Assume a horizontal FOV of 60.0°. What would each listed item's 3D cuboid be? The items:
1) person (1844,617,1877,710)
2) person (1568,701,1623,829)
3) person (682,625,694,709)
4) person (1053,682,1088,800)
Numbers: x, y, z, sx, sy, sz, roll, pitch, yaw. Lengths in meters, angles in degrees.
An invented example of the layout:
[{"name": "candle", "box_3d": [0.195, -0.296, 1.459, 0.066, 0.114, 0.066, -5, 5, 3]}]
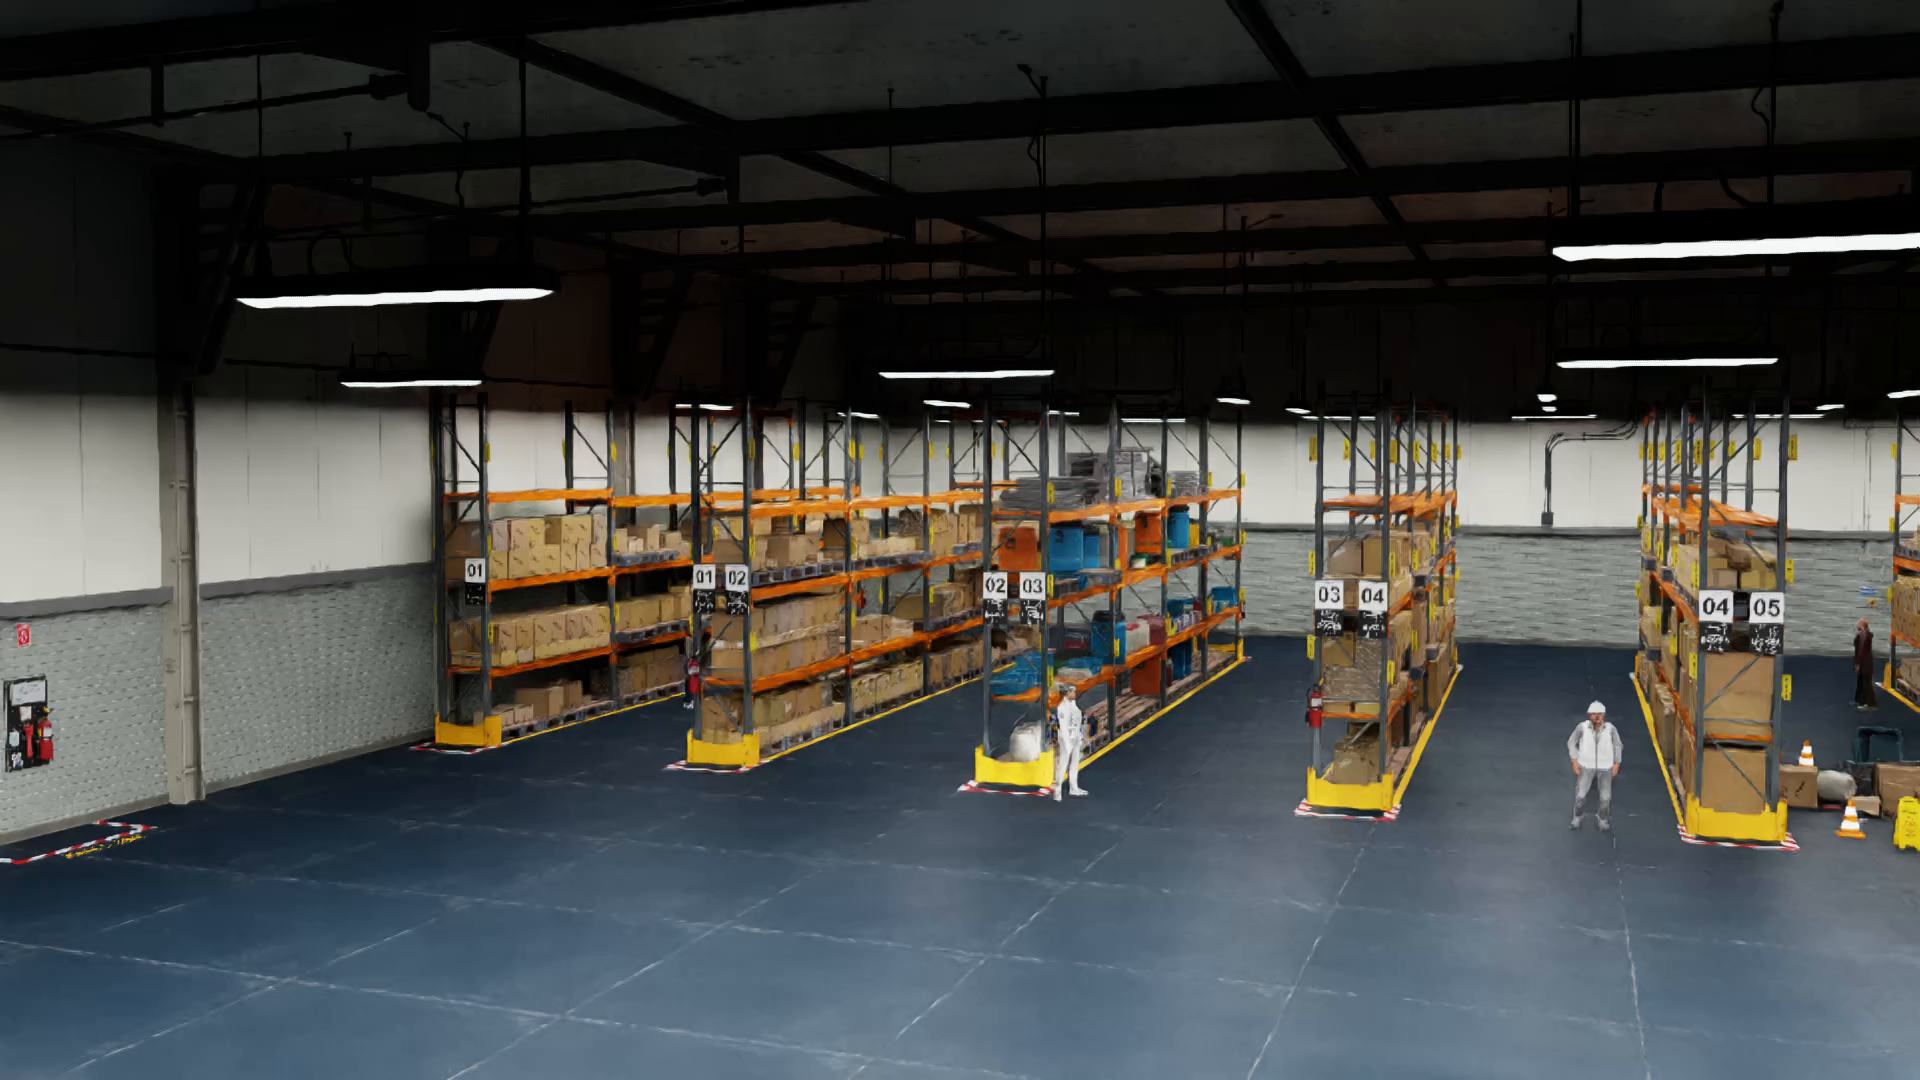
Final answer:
[{"name": "person", "box_3d": [17.457, 2.380, 32.203, 0.605, 1.775, 0.657, 2, 4, 36]}, {"name": "person", "box_3d": [8.396, 2.975, 21.987, 0.677, 1.726, 0.574, 1, 3, 17]}, {"name": "person", "box_3d": [-5.271, 2.465, 32.561, 0.346, 1.602, 0.474, 0, 3, -8]}, {"name": "person", "box_3d": [1.570, 2.871, 23.979, 0.373, 1.678, 0.624, 2, 4, 31]}]
